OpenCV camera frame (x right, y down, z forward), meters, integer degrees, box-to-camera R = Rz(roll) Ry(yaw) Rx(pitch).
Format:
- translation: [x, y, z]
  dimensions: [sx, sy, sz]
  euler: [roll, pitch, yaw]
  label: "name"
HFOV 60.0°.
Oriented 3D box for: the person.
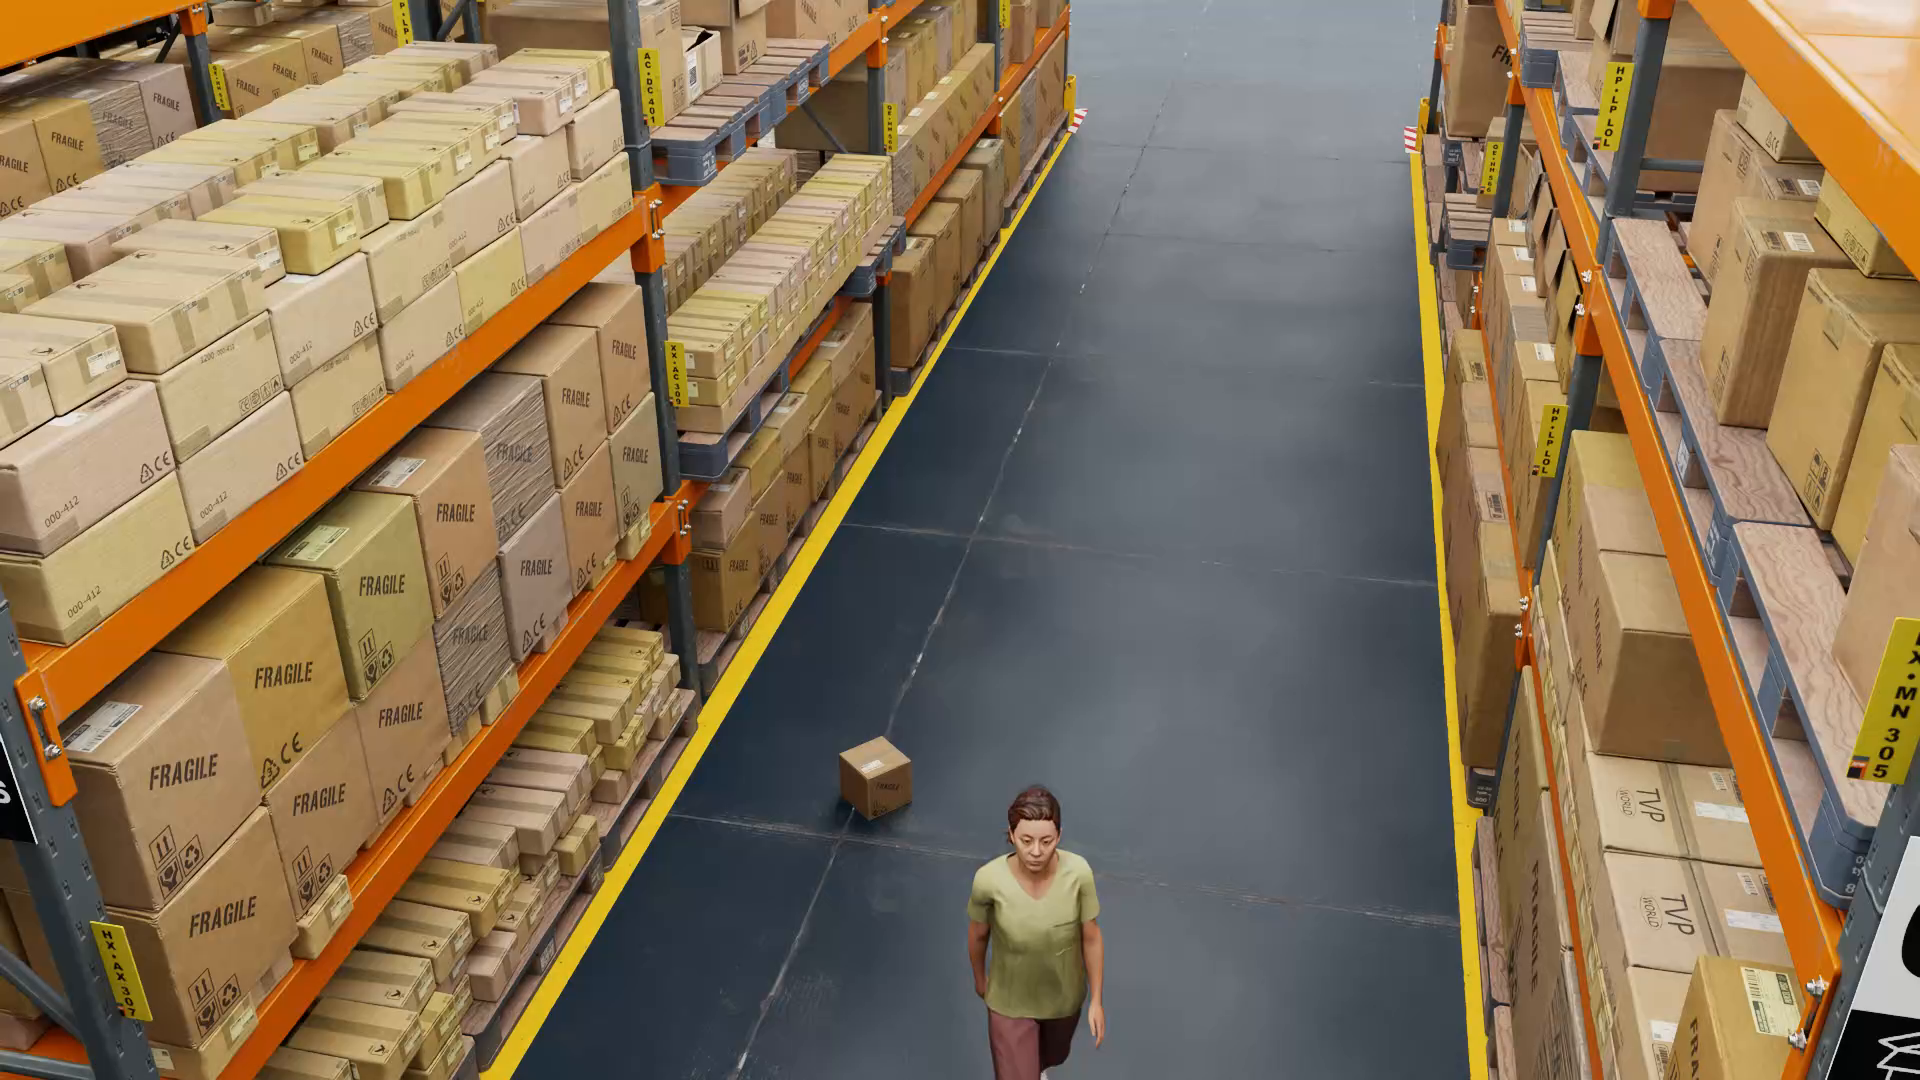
- translation: [0.268, 1.577, 5.759]
  dimensions: [0.448, 1.627, 0.989]
  euler: [-6, 29, -10]
  label: "person"
